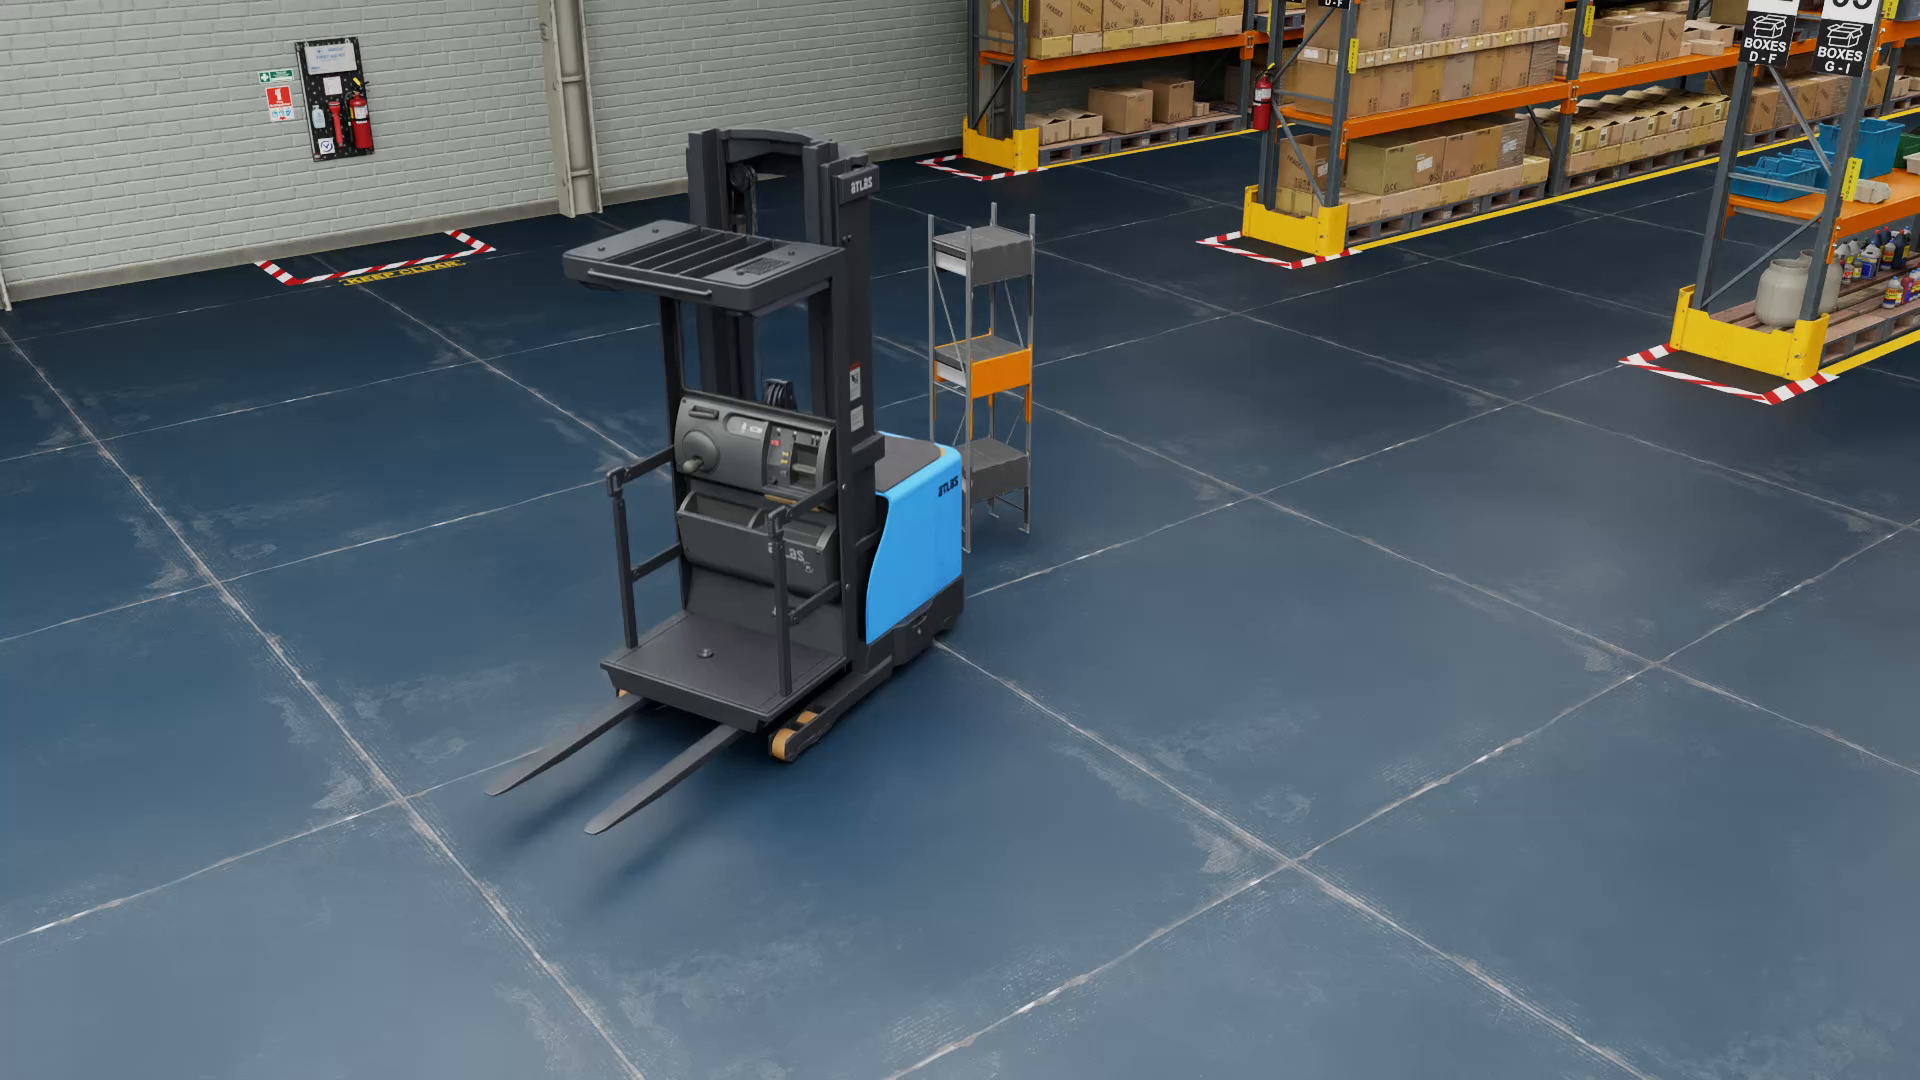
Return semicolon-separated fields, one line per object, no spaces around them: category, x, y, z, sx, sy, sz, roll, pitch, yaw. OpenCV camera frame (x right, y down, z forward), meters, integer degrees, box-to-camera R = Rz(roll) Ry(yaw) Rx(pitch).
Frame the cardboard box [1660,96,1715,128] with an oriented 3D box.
cardboard box;9.136;-5.410;20.946;0.500;0.311;0.500;-19;31;-35

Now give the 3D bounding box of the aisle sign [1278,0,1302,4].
aisle sign;3.273;-5.749;16.486;0.004;0.787;0.394;-18;31;-34

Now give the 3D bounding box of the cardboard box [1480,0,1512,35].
cardboard box;5.517;-5.783;17.988;0.500;0.500;0.700;-18;31;-34

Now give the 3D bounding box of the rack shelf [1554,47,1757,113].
rack shelf;8.228;-5.722;20.370;4.000;0.370;1.077;-18;31;-34

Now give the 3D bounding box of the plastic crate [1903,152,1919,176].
plastic crate;8.586;-3.261;14.527;0.437;0.136;0.530;-18;31;-34

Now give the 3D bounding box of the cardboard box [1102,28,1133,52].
cardboard box;1.831;-6.362;21.050;0.500;0.250;0.500;-19;31;-35

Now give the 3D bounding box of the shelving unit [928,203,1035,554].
shelving unit;0.130;-0.995;10.401;0.503;2.100;0.431;-18;31;-34

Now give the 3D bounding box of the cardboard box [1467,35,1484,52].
cardboard box;5.365;-5.327;17.776;0.250;0.149;0.380;-17;30;-32

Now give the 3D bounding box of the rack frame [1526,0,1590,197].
rack frame;6.654;-5.528;19.099;0.127;3.000;1.000;-18;31;-34

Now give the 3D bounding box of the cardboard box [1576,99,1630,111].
cardboard box;7.993;-5.322;20.755;0.500;0.311;0.500;-19;31;-35

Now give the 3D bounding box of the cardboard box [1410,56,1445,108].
cardboard box;4.686;-4.917;17.662;0.500;0.500;0.700;-18;30;-34

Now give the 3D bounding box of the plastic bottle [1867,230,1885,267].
plastic bottle;8.668;-2.763;15.765;0.185;0.351;0.144;-20;31;-36

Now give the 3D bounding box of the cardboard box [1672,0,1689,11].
cardboard box;12.559;-9.328;28.986;0.250;0.149;0.380;-19;31;-35

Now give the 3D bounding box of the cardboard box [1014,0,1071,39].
cardboard box;1.008;-6.435;20.316;0.500;0.500;0.500;-18;31;-34

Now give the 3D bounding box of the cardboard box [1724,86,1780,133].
cardboard box;10.336;-5.657;21.822;0.500;0.500;0.500;-17;30;-32

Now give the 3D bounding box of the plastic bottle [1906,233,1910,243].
plastic bottle;9.015;-2.788;15.899;0.133;0.283;0.061;-18;31;-34

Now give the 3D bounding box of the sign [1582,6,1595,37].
sign;6.998;-5.774;18.505;0.005;0.325;0.100;-18;31;-34

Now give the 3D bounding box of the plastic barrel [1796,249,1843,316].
plastic barrel;7.425;-2.236;14.461;0.421;0.512;0.421;0;25;0

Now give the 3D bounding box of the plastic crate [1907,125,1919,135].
plastic crate;9.217;-3.765;15.372;0.504;0.338;0.767;-18;31;-34

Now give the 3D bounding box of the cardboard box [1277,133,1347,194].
cardboard box;3.745;-4.011;17.705;0.500;0.500;0.500;-18;31;-34

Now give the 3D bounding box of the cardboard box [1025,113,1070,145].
cardboard box;1.046;-5.259;21.190;0.500;0.311;0.500;-23;33;-40

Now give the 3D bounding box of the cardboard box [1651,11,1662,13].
cardboard box;11.759;-8.867;28.762;0.500;0.500;0.700;-19;31;-36

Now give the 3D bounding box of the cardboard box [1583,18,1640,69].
cardboard box;7.683;-5.905;19.791;0.500;0.500;0.500;-16;29;-30

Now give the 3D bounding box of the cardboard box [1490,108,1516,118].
cardboard box;6.096;-4.795;19.396;0.500;0.500;0.500;-18;31;-34

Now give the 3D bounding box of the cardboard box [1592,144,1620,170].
cardboard box;7.527;-4.627;19.924;0.500;0.250;0.500;-17;30;-33

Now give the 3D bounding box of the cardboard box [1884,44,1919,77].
cardboard box;14.424;-7.164;25.065;0.637;0.503;0.797;-18;31;-34

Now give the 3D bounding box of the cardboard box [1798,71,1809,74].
cardboard box;11.607;-6.358;23.333;0.500;0.500;0.500;-18;30;-33

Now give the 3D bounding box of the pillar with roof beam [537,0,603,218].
pillar with roof beam;-1.601;-6.334;13.709;0.400;9.000;9.100;-18;31;-34

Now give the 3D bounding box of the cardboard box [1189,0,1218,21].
cardboard box;3.024;-7.093;21.734;0.500;0.500;0.500;-18;31;-34

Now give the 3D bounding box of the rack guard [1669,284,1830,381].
rack guard;6.591;-1.749;13.925;0.348;0.500;1.175;-18;31;-34

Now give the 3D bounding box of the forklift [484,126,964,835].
forklift;-1.155;-0.437;8.210;1.130;2.935;3.031;14;28;27

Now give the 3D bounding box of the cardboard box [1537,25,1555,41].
cardboard box;6.376;-5.663;18.499;0.250;0.149;0.380;-19;31;-35

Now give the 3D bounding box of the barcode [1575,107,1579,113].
barcode;7.112;-4.958;19.176;0.075;0.075;0.001;-18;31;-34

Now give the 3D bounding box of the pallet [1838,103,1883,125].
pallet;12.332;-6.118;23.682;1.213;0.211;1.003;-18;31;-34

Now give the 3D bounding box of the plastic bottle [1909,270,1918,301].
plastic bottle;8.448;-2.266;14.788;0.097;0.271;0.097;0;25;0

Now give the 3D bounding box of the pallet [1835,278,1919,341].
pallet;8.192;-2.142;15.116;1.213;0.211;1.003;-18;31;-34

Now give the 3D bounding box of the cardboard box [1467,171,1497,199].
cardboard box;5.640;-4.018;18.611;0.500;0.250;0.500;-18;31;-34

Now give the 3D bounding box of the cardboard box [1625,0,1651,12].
cardboard box;11.728;-9.257;28.834;0.250;0.149;0.380;-18;30;-33

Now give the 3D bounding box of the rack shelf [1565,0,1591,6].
rack shelf;8.316;-8.401;26.143;4.000;0.370;1.077;-18;31;-34

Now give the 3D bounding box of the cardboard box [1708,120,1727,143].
cardboard box;9.538;-5.293;21.360;0.500;0.250;0.500;-17;30;-33

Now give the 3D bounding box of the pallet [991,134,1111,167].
pallet;1.167;-5.084;21.453;1.213;0.211;1.003;-18;31;-34

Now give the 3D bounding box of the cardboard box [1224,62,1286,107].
cardboard box;4.163;-6.431;23.490;0.500;0.500;0.700;-17;30;-32

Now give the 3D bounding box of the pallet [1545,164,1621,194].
pallet;7.210;-4.468;20.126;1.213;0.211;1.003;-18;31;-34

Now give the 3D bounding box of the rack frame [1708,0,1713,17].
rack frame;13.037;-10.286;29.349;0.127;3.000;1.000;-18;31;-34

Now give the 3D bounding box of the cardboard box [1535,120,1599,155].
cardboard box;7.133;-4.751;19.525;0.500;0.311;0.500;-18;30;-34

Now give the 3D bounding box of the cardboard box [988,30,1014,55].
cardboard box;0.695;-6.256;20.821;0.500;0.250;0.500;-18;30;-33

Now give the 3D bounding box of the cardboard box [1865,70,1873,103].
cardboard box;12.343;-6.324;23.259;0.500;0.500;0.500;-18;30;-34

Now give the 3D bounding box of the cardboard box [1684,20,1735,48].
cardboard box;9.488;-6.447;21.184;0.500;0.311;0.500;-16;29;-31

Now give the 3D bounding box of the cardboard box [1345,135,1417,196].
cardboard box;4.458;-3.969;17.615;0.500;0.500;0.500;-18;31;-34

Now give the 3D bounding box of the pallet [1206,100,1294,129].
pallet;4.206;-6.106;23.657;1.213;0.211;1.003;-18;31;-34

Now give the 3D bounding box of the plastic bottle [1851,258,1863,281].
plastic bottle;8.296;-2.508;15.393;0.097;0.201;0.097;0;25;0

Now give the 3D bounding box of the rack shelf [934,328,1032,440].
rack shelf;0.130;-0.983;10.406;0.480;0.518;0.431;-18;31;-34

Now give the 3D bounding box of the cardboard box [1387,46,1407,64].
cardboard box;4.351;-4.993;17.057;0.250;0.149;0.380;-18;30;-34
